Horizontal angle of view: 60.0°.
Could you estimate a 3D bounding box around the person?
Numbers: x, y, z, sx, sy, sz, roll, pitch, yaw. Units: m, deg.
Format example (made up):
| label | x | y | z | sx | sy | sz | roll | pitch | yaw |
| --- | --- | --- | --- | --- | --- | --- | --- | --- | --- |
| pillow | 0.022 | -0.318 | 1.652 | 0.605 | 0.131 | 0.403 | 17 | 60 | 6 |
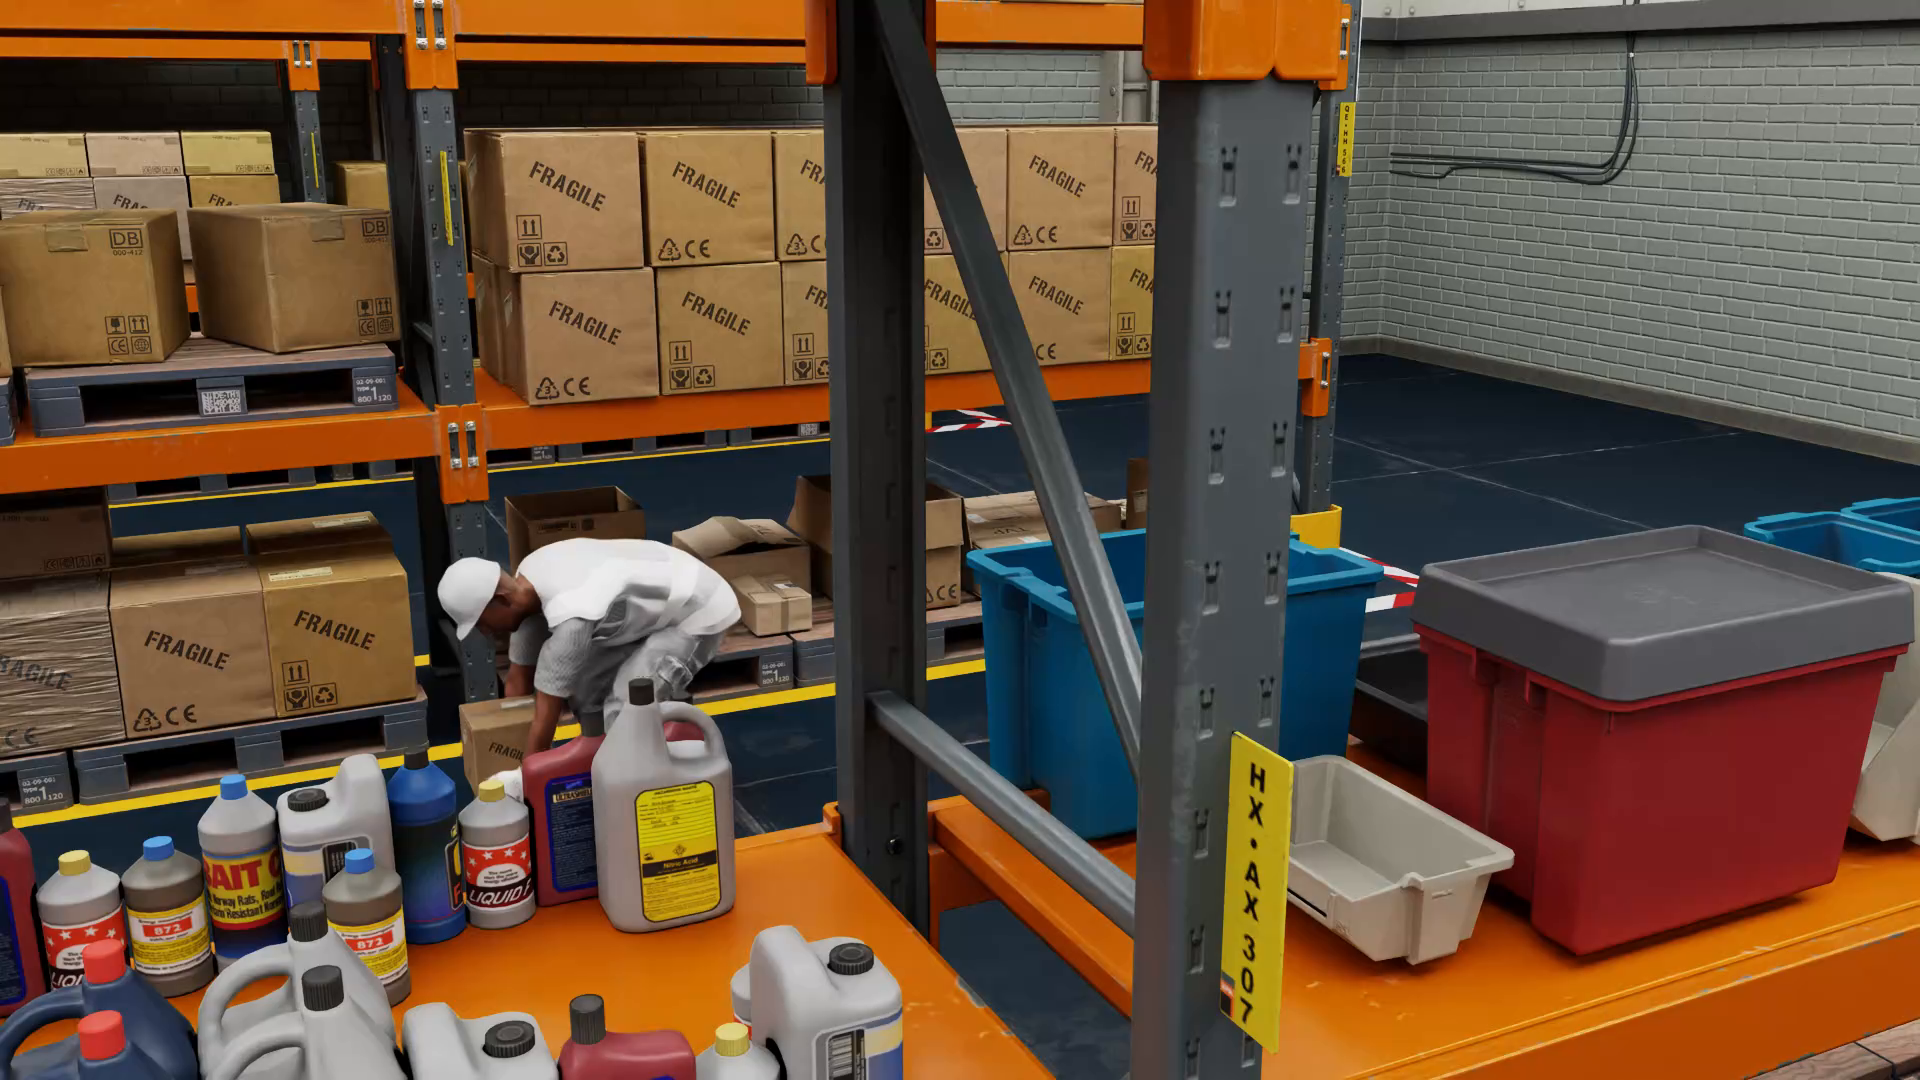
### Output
| label | x | y | z | sx | sy | sz | roll | pitch | yaw |
| --- | --- | --- | --- | --- | --- | --- | --- | --- | --- |
| person | -1.216 | 0.501 | 5.573 | 0.979 | 1.027 | 0.541 | -8 | 17 | -28 |
